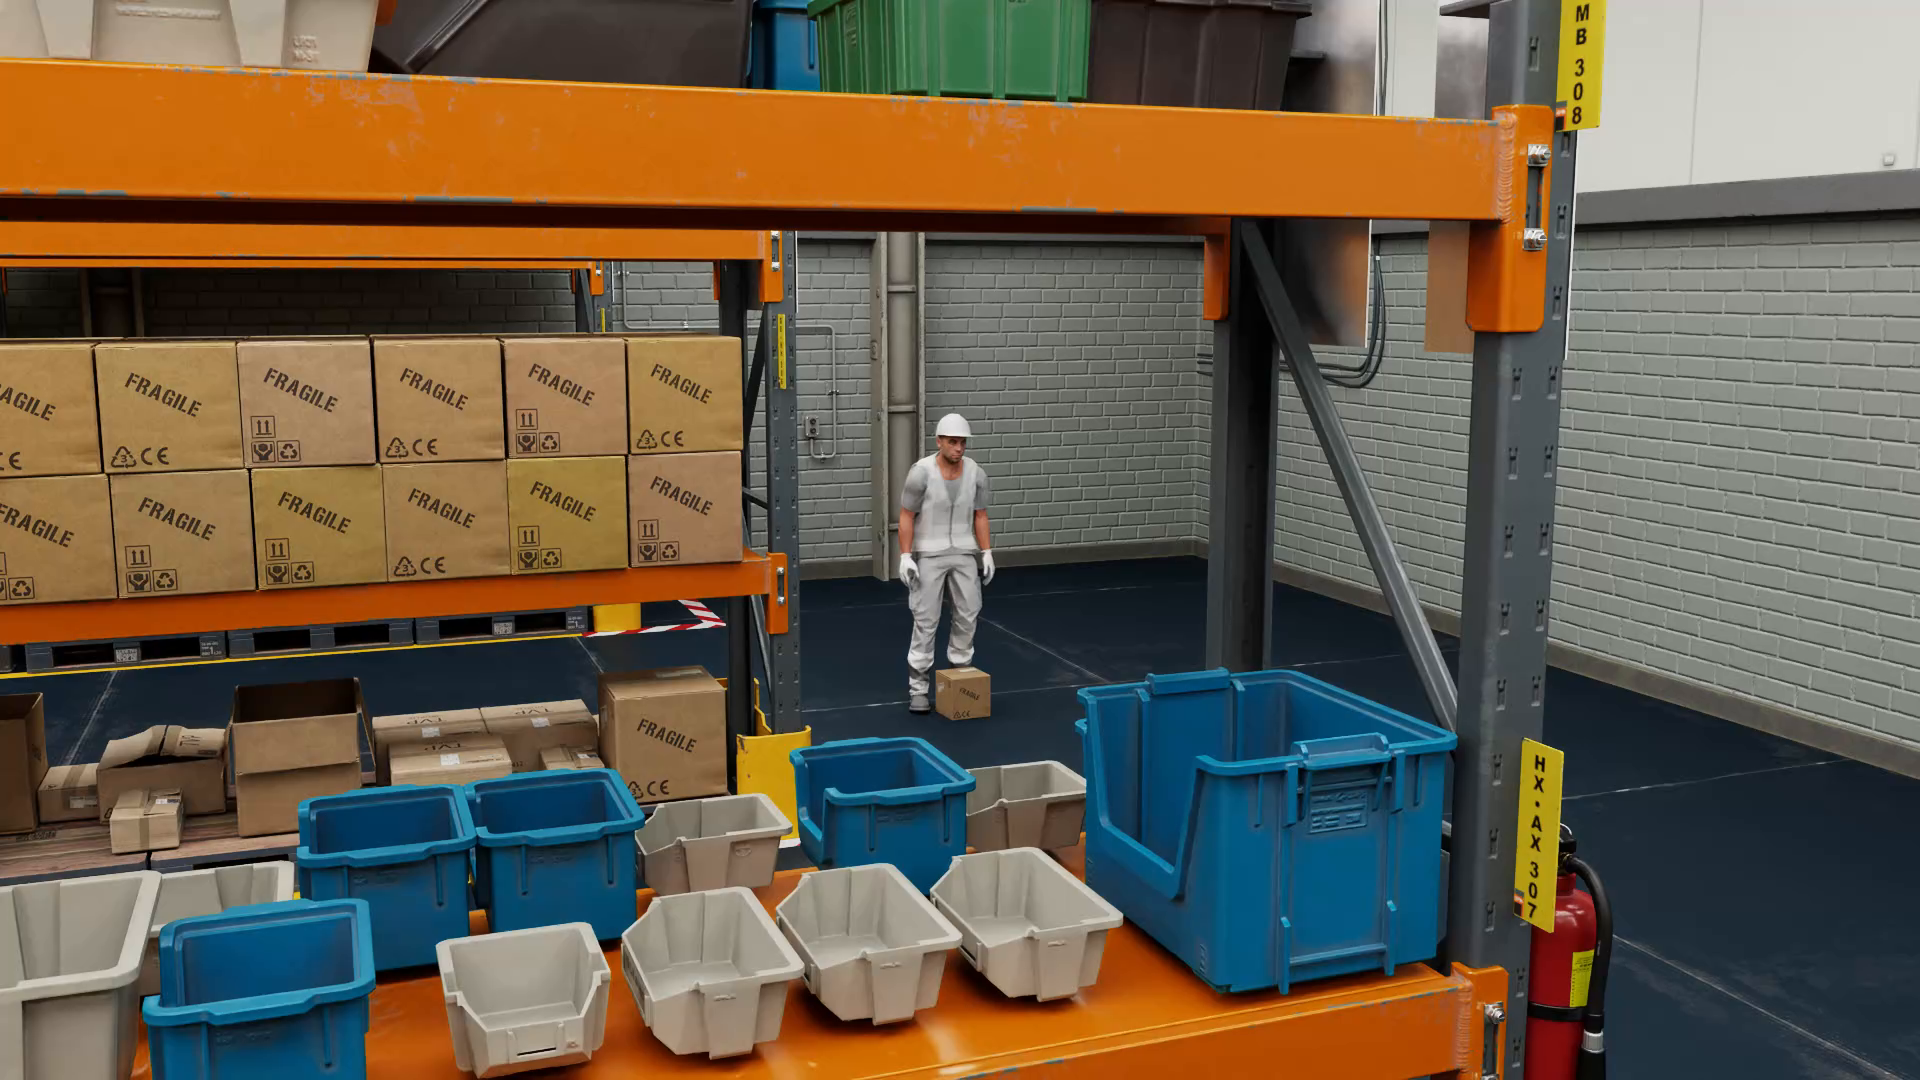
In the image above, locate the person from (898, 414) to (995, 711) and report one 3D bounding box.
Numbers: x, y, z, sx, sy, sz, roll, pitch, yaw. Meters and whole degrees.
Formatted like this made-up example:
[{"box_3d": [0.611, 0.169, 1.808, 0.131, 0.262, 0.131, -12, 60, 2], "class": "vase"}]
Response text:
[{"box_3d": [-0.081, 0.127, 9.983, 0.609, 1.779, 0.449, -3, 9, -21], "class": "person"}]
